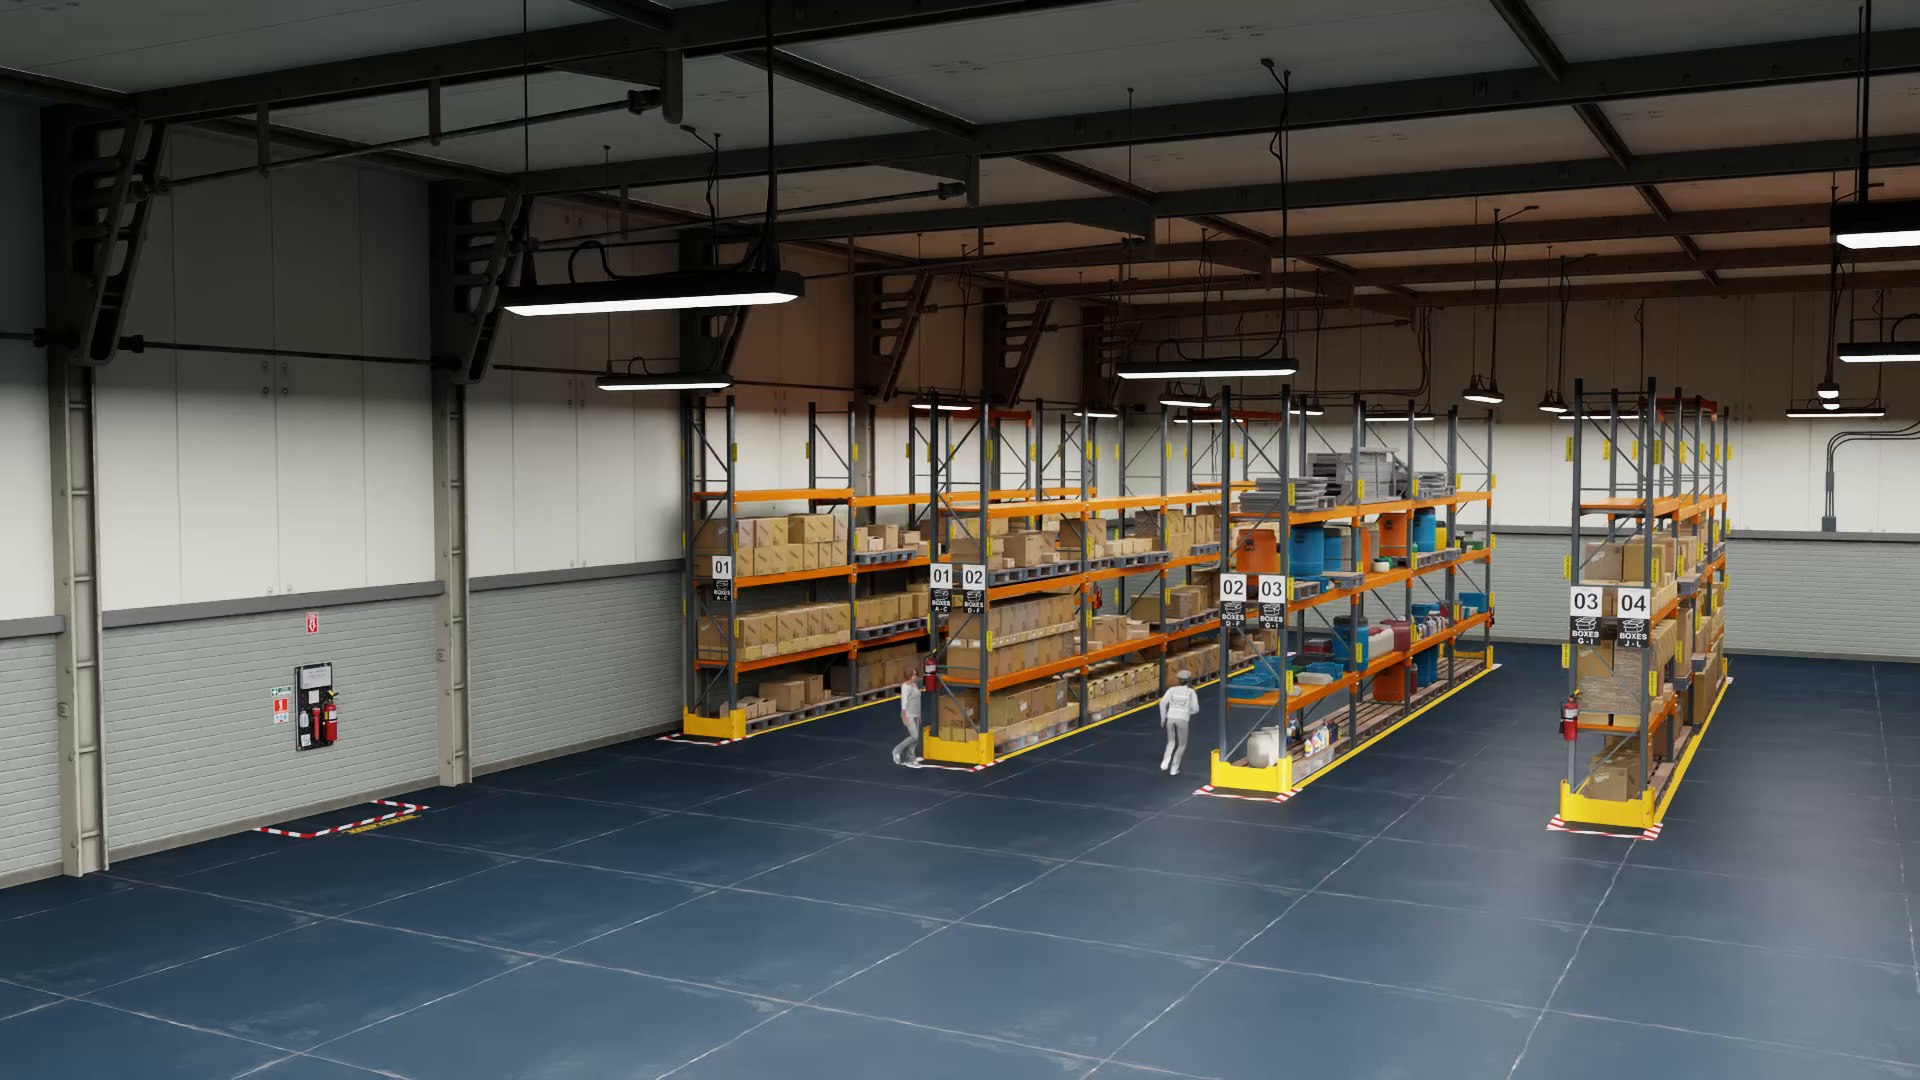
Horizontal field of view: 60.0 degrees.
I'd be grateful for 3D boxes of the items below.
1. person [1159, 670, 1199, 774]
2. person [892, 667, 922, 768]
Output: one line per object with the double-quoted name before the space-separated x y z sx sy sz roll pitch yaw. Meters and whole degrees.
"person" 3.439 2.846 26.076 0.561 1.581 0.714 2 3 30
"person" -0.818 2.820 26.288 0.469 1.564 0.428 1 3 24
